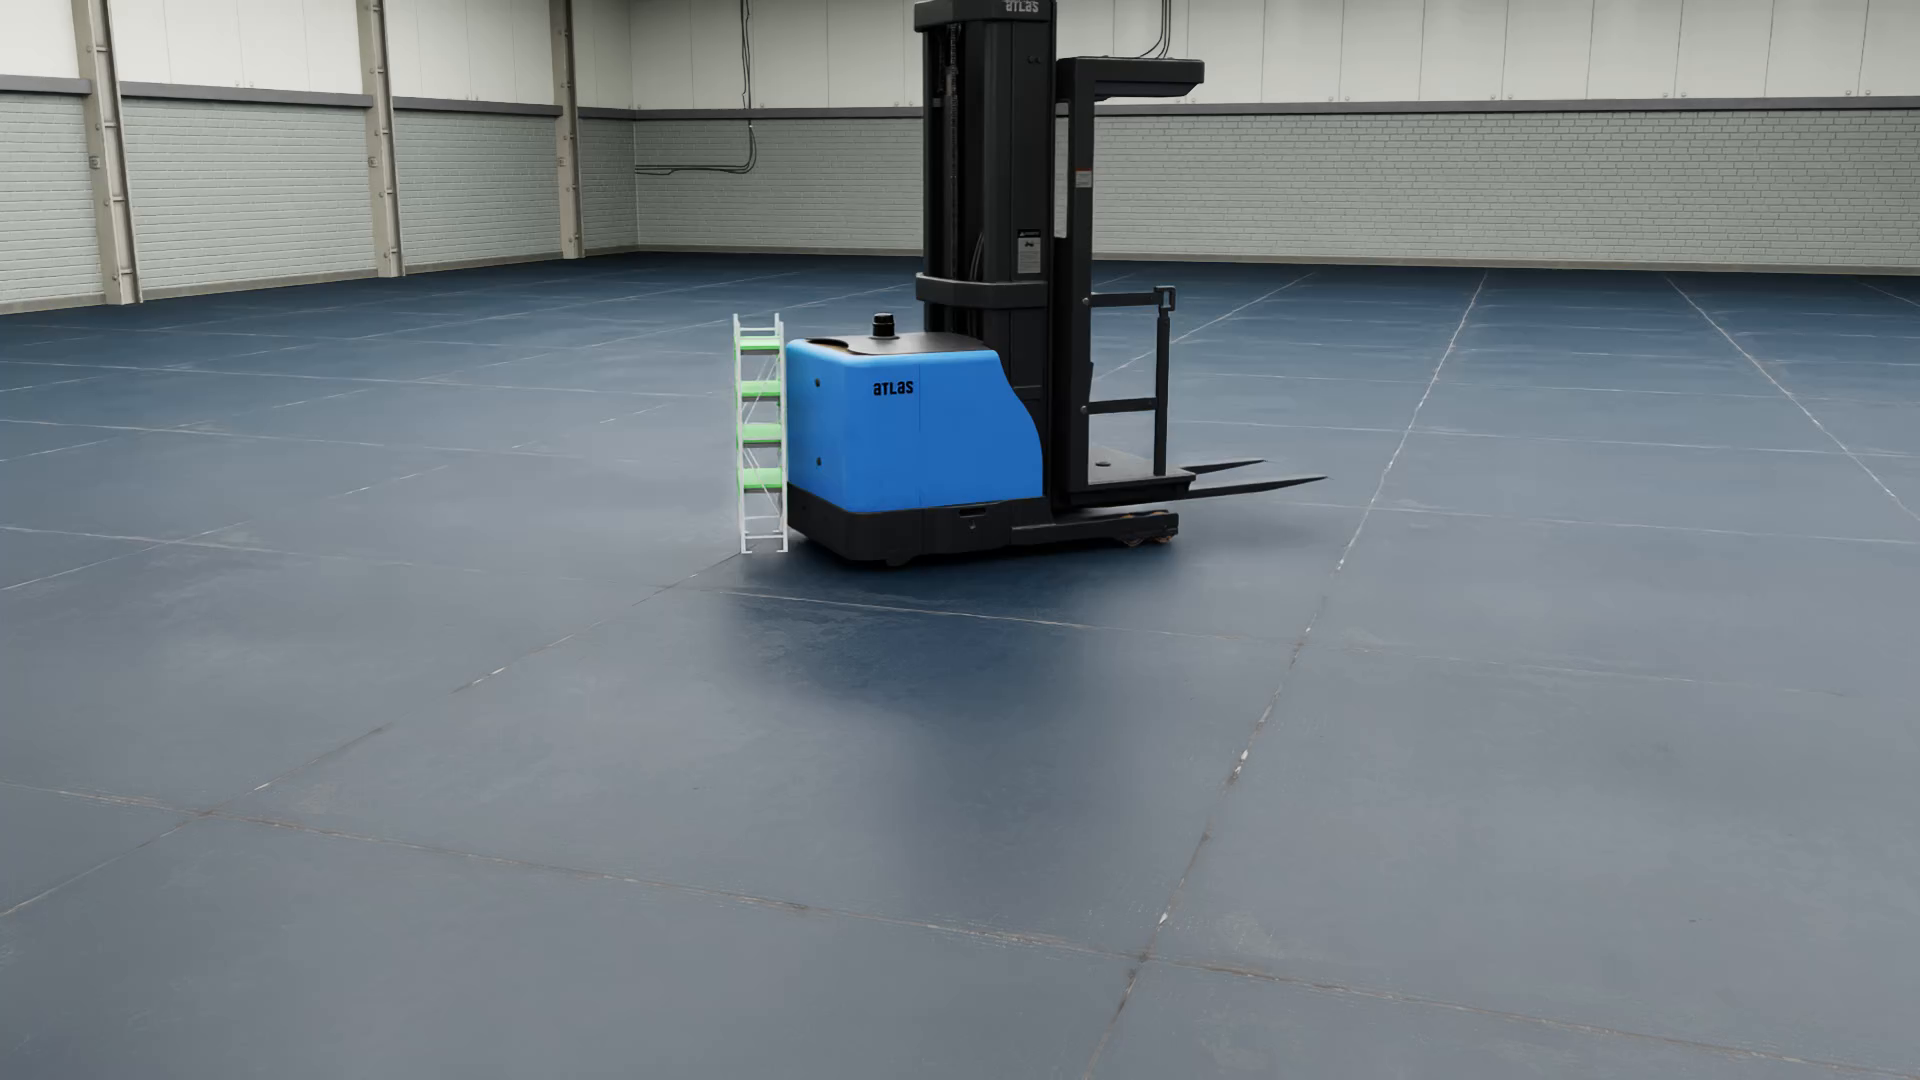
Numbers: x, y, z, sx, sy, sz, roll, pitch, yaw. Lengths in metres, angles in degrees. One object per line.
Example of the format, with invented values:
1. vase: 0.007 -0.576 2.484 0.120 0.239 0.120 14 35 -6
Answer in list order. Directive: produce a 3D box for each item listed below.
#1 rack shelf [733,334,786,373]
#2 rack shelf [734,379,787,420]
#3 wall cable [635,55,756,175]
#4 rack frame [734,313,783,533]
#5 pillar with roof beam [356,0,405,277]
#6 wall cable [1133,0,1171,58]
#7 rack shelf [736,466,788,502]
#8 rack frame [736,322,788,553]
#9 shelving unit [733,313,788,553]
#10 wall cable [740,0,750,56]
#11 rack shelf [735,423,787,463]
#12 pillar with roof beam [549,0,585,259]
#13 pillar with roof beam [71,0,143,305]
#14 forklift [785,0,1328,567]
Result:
1. rack shelf: -1.056 -0.980 8.712 0.258 0.148 0.480 -2 13 -9
2. rack shelf: -1.057 -0.746 8.765 0.258 0.148 0.480 -2 13 -9
3. wall cable: -5.919 -9.325 36.600 3.097 2.526 0.112 4 14 18
4. rack frame: -1.094 -0.628 9.039 0.240 1.200 0.015 -2 13 -9
5. pillar with roof beam: -5.991 -8.741 27.061 9.100 9.000 0.400 4 14 18
6. wall cable: 3.059 -11.810 32.867 2.305 6.003 0.169 4 14 18
7. rack shelf: -1.059 -0.278 8.872 0.258 0.148 0.480 -2 13 -9
8. rack frame: -1.020 -0.520 8.569 0.240 1.200 0.015 -2 13 -9
9. shelving unit: -1.057 -0.574 8.804 0.258 1.200 0.503 -2 13 -9
10. wall cable: -3.359 -11.593 35.185 3.097 2.526 0.112 4 14 18
11. rack shelf: -1.058 -0.512 8.818 0.258 0.148 0.480 -2 13 -9
12. pillar with roof beam: -4.050 -10.004 32.596 9.100 9.000 0.400 4 14 18
13. pillar with roof beam: -7.932 -7.478 21.526 9.100 9.000 0.400 4 14 18
14. forklift: 0.613 -1.498 8.963 3.031 2.935 1.130 -6 14 -25
